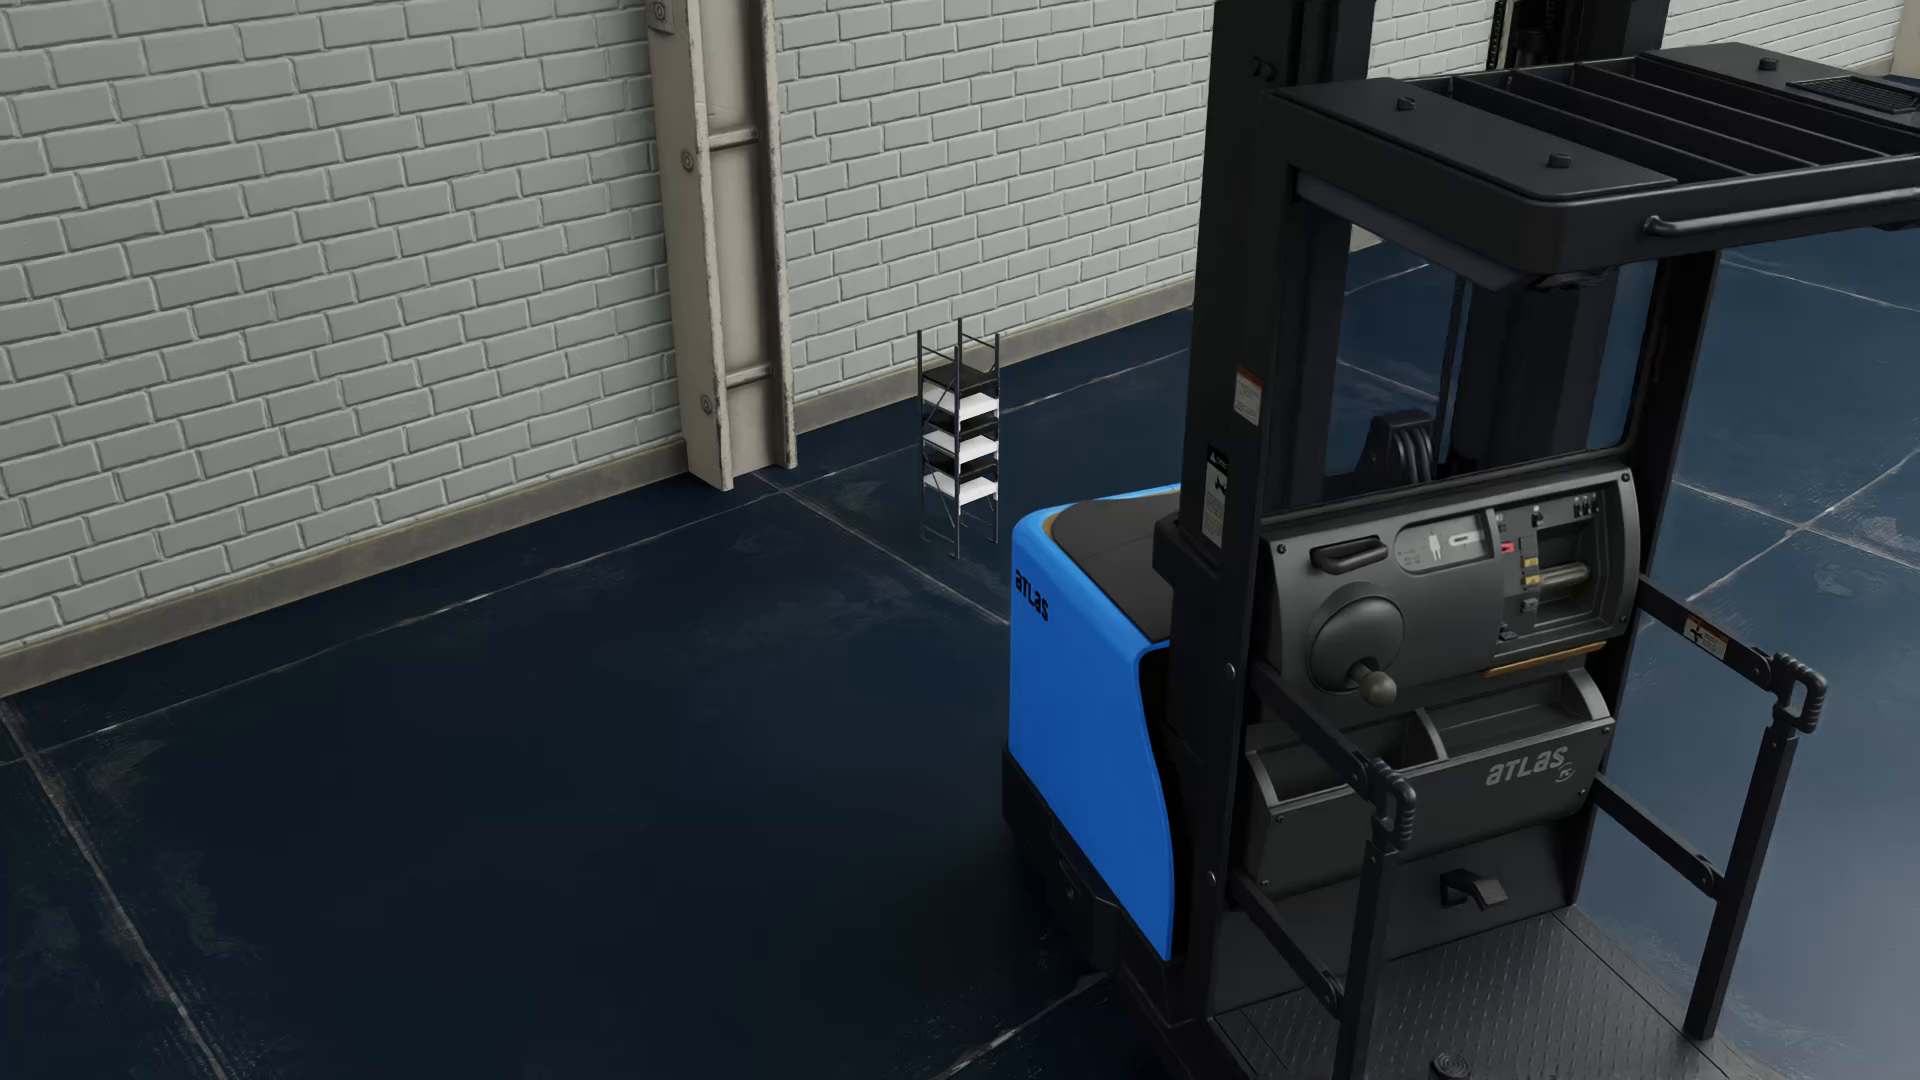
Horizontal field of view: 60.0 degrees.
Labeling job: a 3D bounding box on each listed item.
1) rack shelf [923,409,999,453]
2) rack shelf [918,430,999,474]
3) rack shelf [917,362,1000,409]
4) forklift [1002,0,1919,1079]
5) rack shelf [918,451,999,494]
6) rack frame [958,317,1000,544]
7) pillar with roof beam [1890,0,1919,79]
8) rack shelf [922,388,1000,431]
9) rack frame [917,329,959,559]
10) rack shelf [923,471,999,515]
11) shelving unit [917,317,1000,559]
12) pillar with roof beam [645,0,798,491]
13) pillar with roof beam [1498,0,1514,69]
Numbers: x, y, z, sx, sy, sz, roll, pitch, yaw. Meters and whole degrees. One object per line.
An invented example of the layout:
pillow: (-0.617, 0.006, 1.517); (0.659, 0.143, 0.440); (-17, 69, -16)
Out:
rack shelf: (-0.006, -0.444, 6.507); (0.200, 0.077, 0.258); (-22, 35, -35)
rack shelf: (-0.006, -0.365, 6.549); (0.200, 0.077, 0.258); (-22, 35, -35)
rack shelf: (-0.006, -0.603, 6.422); (0.200, 0.077, 0.258); (-22, 35, -35)
forklift: (1.153, 0.137, 3.385); (1.130, 2.935, 3.031); (-11, 30, -19)
rack shelf: (-0.006, -0.286, 6.591); (0.200, 0.077, 0.258); (-22, 35, -35)
rack frame: (0.071, -0.425, 6.591); (0.006, 0.900, 0.240); (-22, 35, -35)
pillar with roof beam: (10.957, -6.419, 9.214); (0.400, 9.000, 9.100); (-22, 35, -35)
rack shelf: (-0.006, -0.524, 6.464); (0.200, 0.077, 0.258); (-22, 35, -35)
rack frame: (-0.084, -0.363, 6.475); (0.006, 0.900, 0.240); (-22, 35, -35)
rack shelf: (-0.006, -0.206, 6.634); (0.200, 0.077, 0.258); (-22, 35, -35)
shelving unit: (-0.006, -0.394, 6.533); (0.210, 0.900, 0.258); (-22, 35, -35)
pillar with roof beam: (1.828, -2.748, 2.345); (0.400, 9.000, 9.100); (-22, 35, -35)
pillar with roof beam: (6.393, -4.584, 5.779); (0.400, 9.000, 9.100); (-22, 35, -35)
